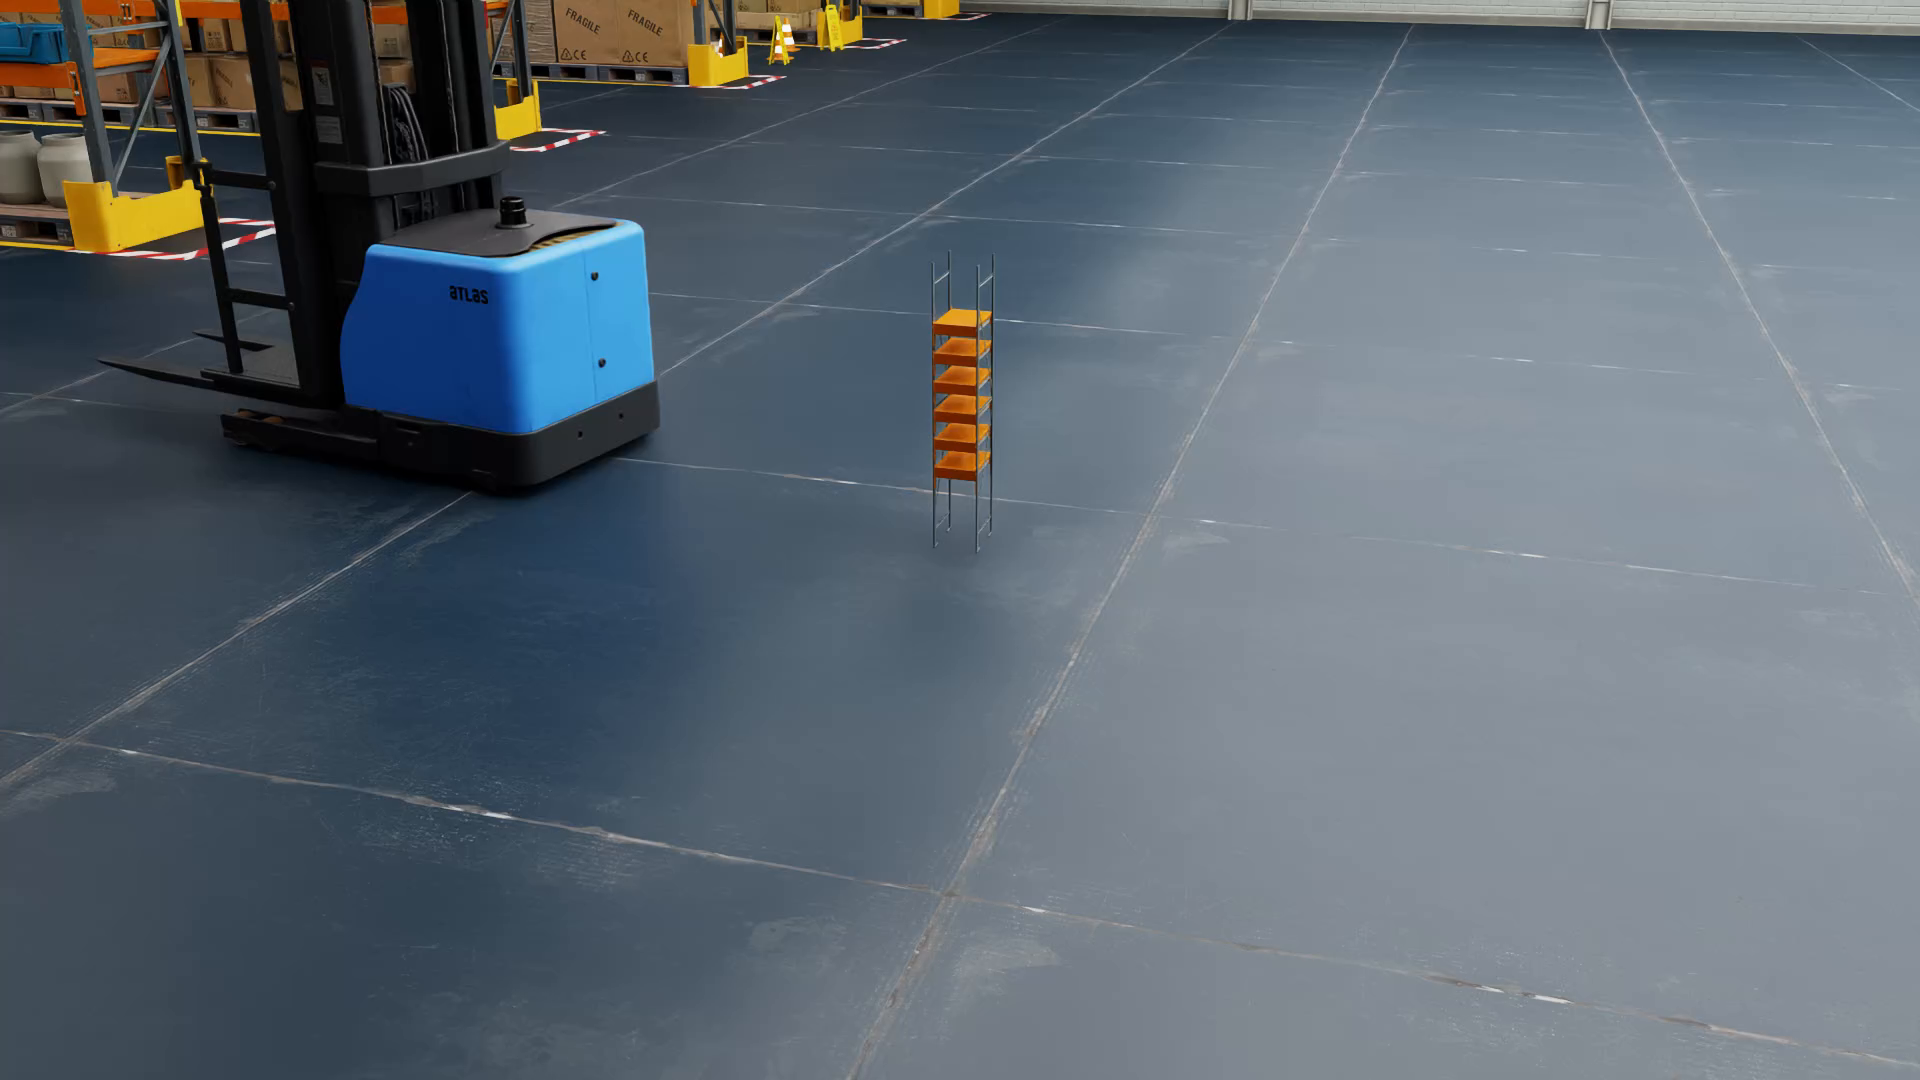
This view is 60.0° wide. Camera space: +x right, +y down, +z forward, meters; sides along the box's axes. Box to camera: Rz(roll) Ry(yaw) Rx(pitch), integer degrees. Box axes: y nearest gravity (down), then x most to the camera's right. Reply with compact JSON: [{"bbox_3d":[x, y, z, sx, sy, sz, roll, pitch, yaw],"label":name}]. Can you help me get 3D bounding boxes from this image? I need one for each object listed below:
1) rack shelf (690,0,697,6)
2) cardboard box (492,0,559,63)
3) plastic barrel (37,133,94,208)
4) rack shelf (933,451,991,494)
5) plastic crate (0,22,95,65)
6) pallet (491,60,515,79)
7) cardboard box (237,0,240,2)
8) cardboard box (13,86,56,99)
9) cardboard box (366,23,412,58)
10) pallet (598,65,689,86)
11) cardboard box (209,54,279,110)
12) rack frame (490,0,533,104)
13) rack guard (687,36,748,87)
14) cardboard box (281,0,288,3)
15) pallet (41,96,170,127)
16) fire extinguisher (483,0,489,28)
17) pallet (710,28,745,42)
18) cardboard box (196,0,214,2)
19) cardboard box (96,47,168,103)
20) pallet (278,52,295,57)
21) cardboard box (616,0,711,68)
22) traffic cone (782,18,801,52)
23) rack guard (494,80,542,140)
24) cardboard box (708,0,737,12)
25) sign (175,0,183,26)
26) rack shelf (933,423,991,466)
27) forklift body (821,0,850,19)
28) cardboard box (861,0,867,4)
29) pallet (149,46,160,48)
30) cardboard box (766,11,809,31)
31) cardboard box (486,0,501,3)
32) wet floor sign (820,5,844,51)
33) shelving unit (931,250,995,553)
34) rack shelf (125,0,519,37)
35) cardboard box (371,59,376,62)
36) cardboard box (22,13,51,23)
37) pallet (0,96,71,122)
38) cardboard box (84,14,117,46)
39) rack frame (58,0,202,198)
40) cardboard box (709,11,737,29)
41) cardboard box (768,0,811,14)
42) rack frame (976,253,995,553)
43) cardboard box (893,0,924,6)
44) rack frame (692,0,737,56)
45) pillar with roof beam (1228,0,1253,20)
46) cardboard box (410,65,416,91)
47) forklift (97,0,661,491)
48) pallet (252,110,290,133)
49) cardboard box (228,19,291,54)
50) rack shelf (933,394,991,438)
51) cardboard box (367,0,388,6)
[{"bbox_3d":[-5.033,-7.187,21.510,4.000,0.370,1.077,7,23,16],"label":"rack shelf"},{"bbox_3d":[-5.501,-6.758,21.764,0.875,0.875,0.875,7,23,16],"label":"cardboard box"},{"bbox_3d":[-6.730,-2.798,12.586,0.421,0.512,0.421,0,22,0],"label":"plastic barrel"},{"bbox_3d":[0.014,-0.290,6.870,0.180,0.103,0.258,7,23,15],"label":"rack shelf"},{"bbox_3d":[-6.644,-3.587,11.983,0.616,0.251,0.499,7,23,16],"label":"plastic crate"},{"bbox_3d":[-6.242,-6.337,22.165,1.213,0.211,1.003,7,23,15],"label":"pallet"},{"bbox_3d":[-7.154,-5.571,16.953,0.250,0.149,0.380,7,23,16],"label":"cardboard box"},{"bbox_3d":[-10.045,-5.190,18.409,0.500,0.500,0.700,5,23,11],"label":"cardboard box"},{"bbox_3d":[-7.568,-6.928,22.341,0.750,0.750,1.050,6,23,15],"label":"cardboard box"},{"bbox_3d":[-3.906,-6.070,21.513,1.213,0.211,1.003,7,23,15],"label":"pallet"},{"bbox_3d":[-7.555,-4.867,17.648,0.500,0.500,0.500,15,27,32],"label":"cardboard box"},{"bbox_3d":[-4.647,-5.509,16.473,0.127,3.000,1.000,7,23,16],"label":"rack frame"},{"bbox_3d":[-3.095,-6.141,21.307,0.348,0.500,1.175,7,23,16],"label":"rack guard"},{"bbox_3d":[-6.666,-5.528,16.850,0.250,0.149,0.380,7,23,16],"label":"cardboard box"},{"bbox_3d":[-9.223,-4.743,18.278,1.213,0.211,1.003,7,23,16],"label":"pallet"},{"bbox_3d":[-4.671,-5.294,16.049,0.183,0.674,0.296,7,23,16],"label":"fire extinguisher"},{"bbox_3d":[-3.789,-8.065,26.376,1.213,0.211,1.003,7,23,16],"label":"pallet"},{"bbox_3d":[-7.633,-5.625,17.086,0.250,0.149,0.380,7,23,16],"label":"cardboard box"},{"bbox_3d":[-9.059,-5.070,18.116,0.500,0.500,0.700,5,23,11],"label":"cardboard box"},{"bbox_3d":[-8.880,-6.639,22.901,1.213,0.211,1.003,7,23,16],"label":"pallet"},{"bbox_3d":[-3.786,-6.562,21.285,0.875,0.875,0.875,7,23,16],"label":"cardboard box"},{"bbox_3d":[-2.569,-7.515,24.704,0.334,0.463,0.336,7,23,16],"label":"traffic cone"},{"bbox_3d":[-4.720,-4.361,16.967,0.348,0.500,1.175,7,23,16],"label":"rack guard"},{"bbox_3d":[-3.609,-8.486,25.811,0.500,0.500,0.500,6,23,14],"label":"cardboard box"},{"bbox_3d":[-5.915,-4.037,12.519,0.005,0.325,0.100,7,23,16],"label":"sign"},{"bbox_3d":[0.014,-0.401,6.825,0.180,0.103,0.258,7,23,15],"label":"rack shelf"},{"bbox_3d":[-2.697,-10.066,28.700,1.214,2.155,2.313,7,23,16],"label":"forklift body"},{"bbox_3d":[-1.845,-9.889,30.219,0.500,0.250,0.500,7,23,16],"label":"cardboard box"},{"bbox_3d":[-11.525,-6.974,23.716,1.213,0.211,1.003,7,23,16],"label":"pallet"},{"bbox_3d":[-2.659,-8.026,25.677,0.500,0.250,0.500,6,23,15],"label":"cardboard box"},{"bbox_3d":[-4.851,-5.511,16.808,0.250,0.149,0.380,7,23,16],"label":"cardboard box"},{"bbox_3d":[-1.912,-7.611,24.699,0.232,0.644,0.267,16,27,34],"label":"wet floor sign"},{"bbox_3d":[0.014,-0.554,6.762,0.189,1.200,0.258,7,23,15],"label":"shelving unit"},{"bbox_3d":[-6.562,-5.396,17.144,4.000,0.370,1.077,7,23,16],"label":"rack shelf"},{"bbox_3d":[-6.417,-4.750,17.363,0.500,0.500,0.500,9,24,20],"label":"cardboard box"},{"bbox_3d":[-12.963,-7.367,23.740,0.500,0.500,0.500,7,23,16],"label":"cardboard box"},{"bbox_3d":[-10.394,-4.876,18.602,1.213,0.211,1.003,7,23,16],"label":"pallet"},{"bbox_3d":[-11.978,-7.251,23.458,0.500,0.500,0.500,8,23,18],"label":"cardboard box"},{"bbox_3d":[-6.078,-3.710,12.086,0.127,3.000,1.000,7,23,16],"label":"rack frame"},{"bbox_3d":[-3.633,-8.138,25.951,0.500,0.250,0.500,6,23,14],"label":"cardboard box"},{"bbox_3d":[-2.627,-8.372,25.533,0.500,0.500,0.500,7,23,16],"label":"cardboard box"},{"bbox_3d":[0.101,-0.544,6.738,0.006,1.200,0.240,7,23,15],"label":"rack frame"},{"bbox_3d":[-0.896,-9.773,29.936,0.500,0.250,0.500,7,23,16],"label":"cardboard box"},{"bbox_3d":[-3.118,-7.301,20.839,0.127,3.000,1.000,7,23,16],"label":"rack frame"},{"bbox_3d":[3.740,-11.871,24.077,0.400,9.000,9.100,7,23,16],"label":"pillar with roof beam"},{"bbox_3d":[-5.240,-4.622,17.049,0.500,0.500,0.500,11,25,25],"label":"cardboard box"},{"bbox_3d":[-3.023,-1.951,7.887,3.031,2.935,1.130,11,25,25],"label":"forklift"},{"bbox_3d":[-6.652,-4.464,17.598,1.213,0.211,1.003,7,23,16],"label":"pallet"},{"bbox_3d":[-9.382,-7.137,22.851,0.750,0.750,1.050,7,23,16],"label":"cardboard box"},{"bbox_3d":[0.014,-0.512,6.779,0.180,0.103,0.258,7,23,15],"label":"rack shelf"},{"bbox_3d":[-5.708,-5.419,16.583,0.250,0.149,0.380,7,23,16],"label":"cardboard box"}]
